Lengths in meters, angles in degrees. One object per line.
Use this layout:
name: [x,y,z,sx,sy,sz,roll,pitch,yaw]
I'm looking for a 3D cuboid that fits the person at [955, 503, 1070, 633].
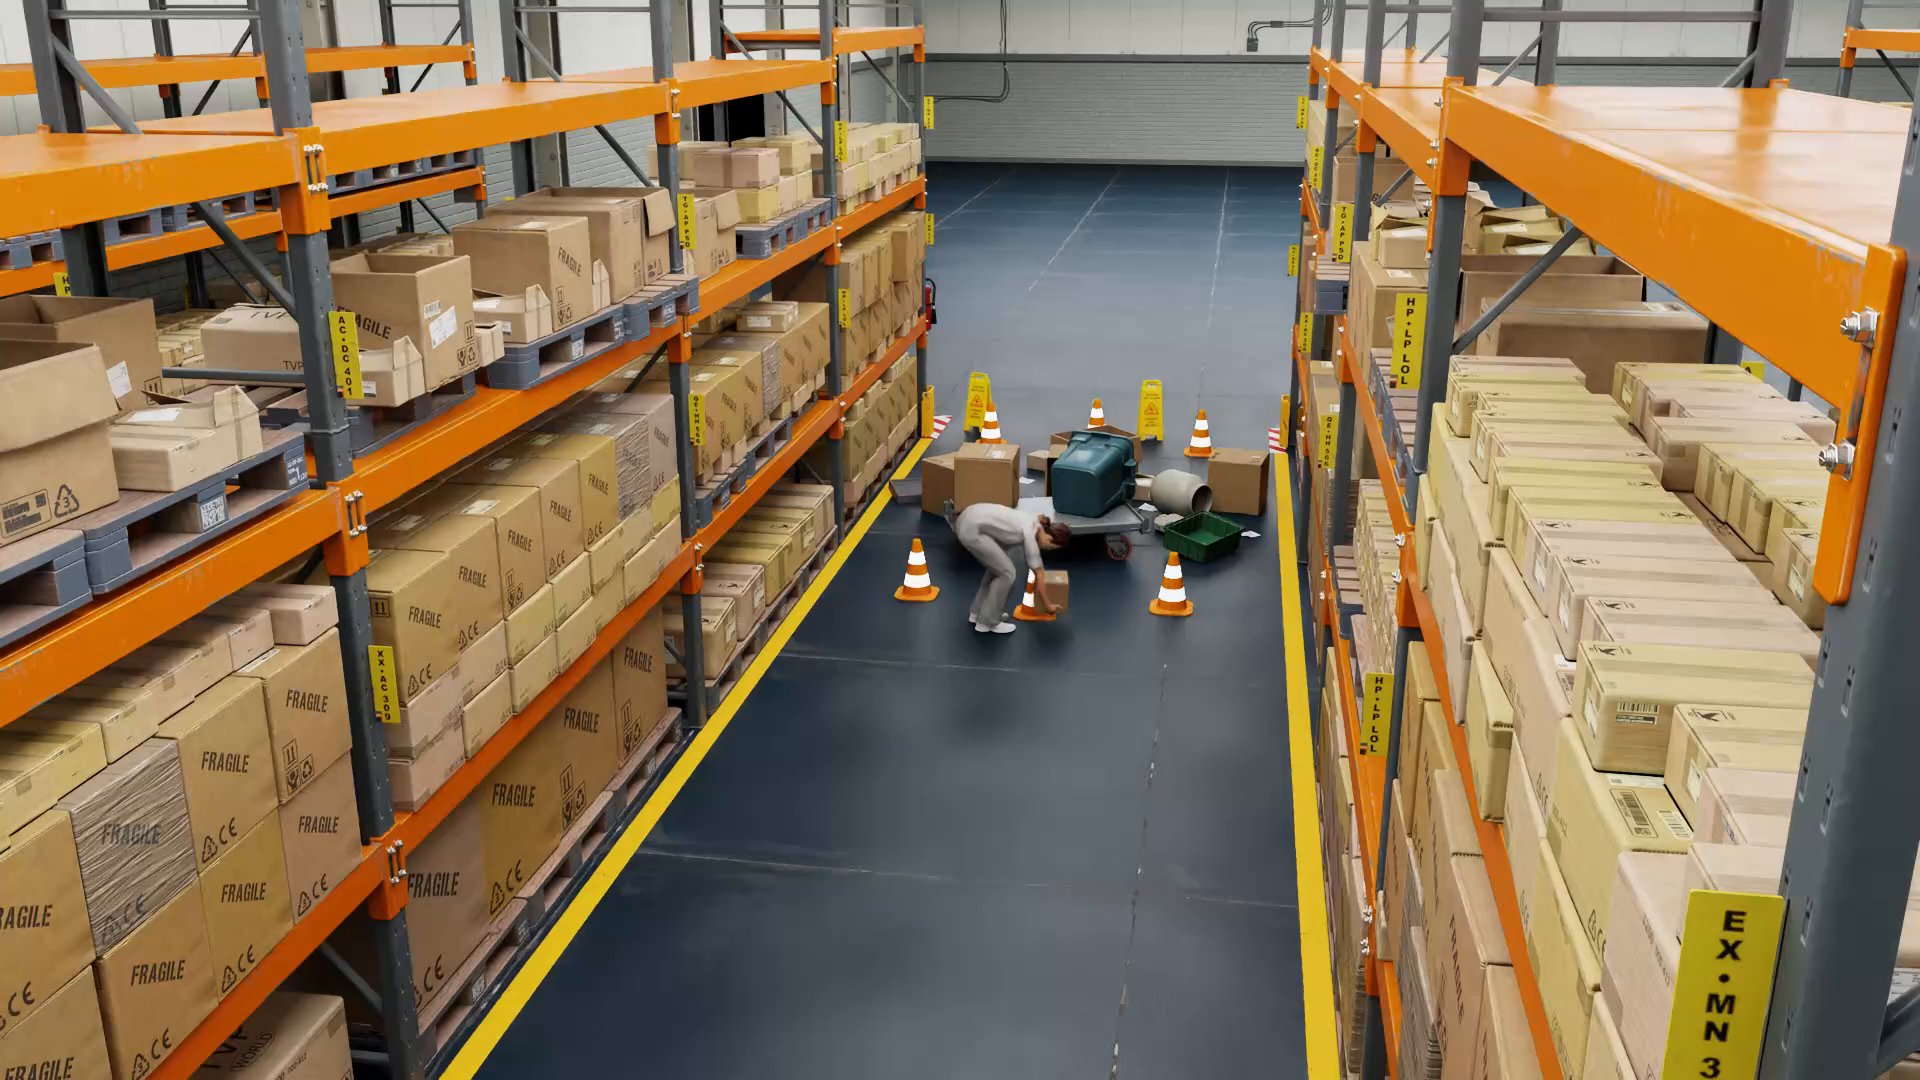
person: [0.396,0.198,12.583,0.860,0.972,0.448,-1,18,-3]
